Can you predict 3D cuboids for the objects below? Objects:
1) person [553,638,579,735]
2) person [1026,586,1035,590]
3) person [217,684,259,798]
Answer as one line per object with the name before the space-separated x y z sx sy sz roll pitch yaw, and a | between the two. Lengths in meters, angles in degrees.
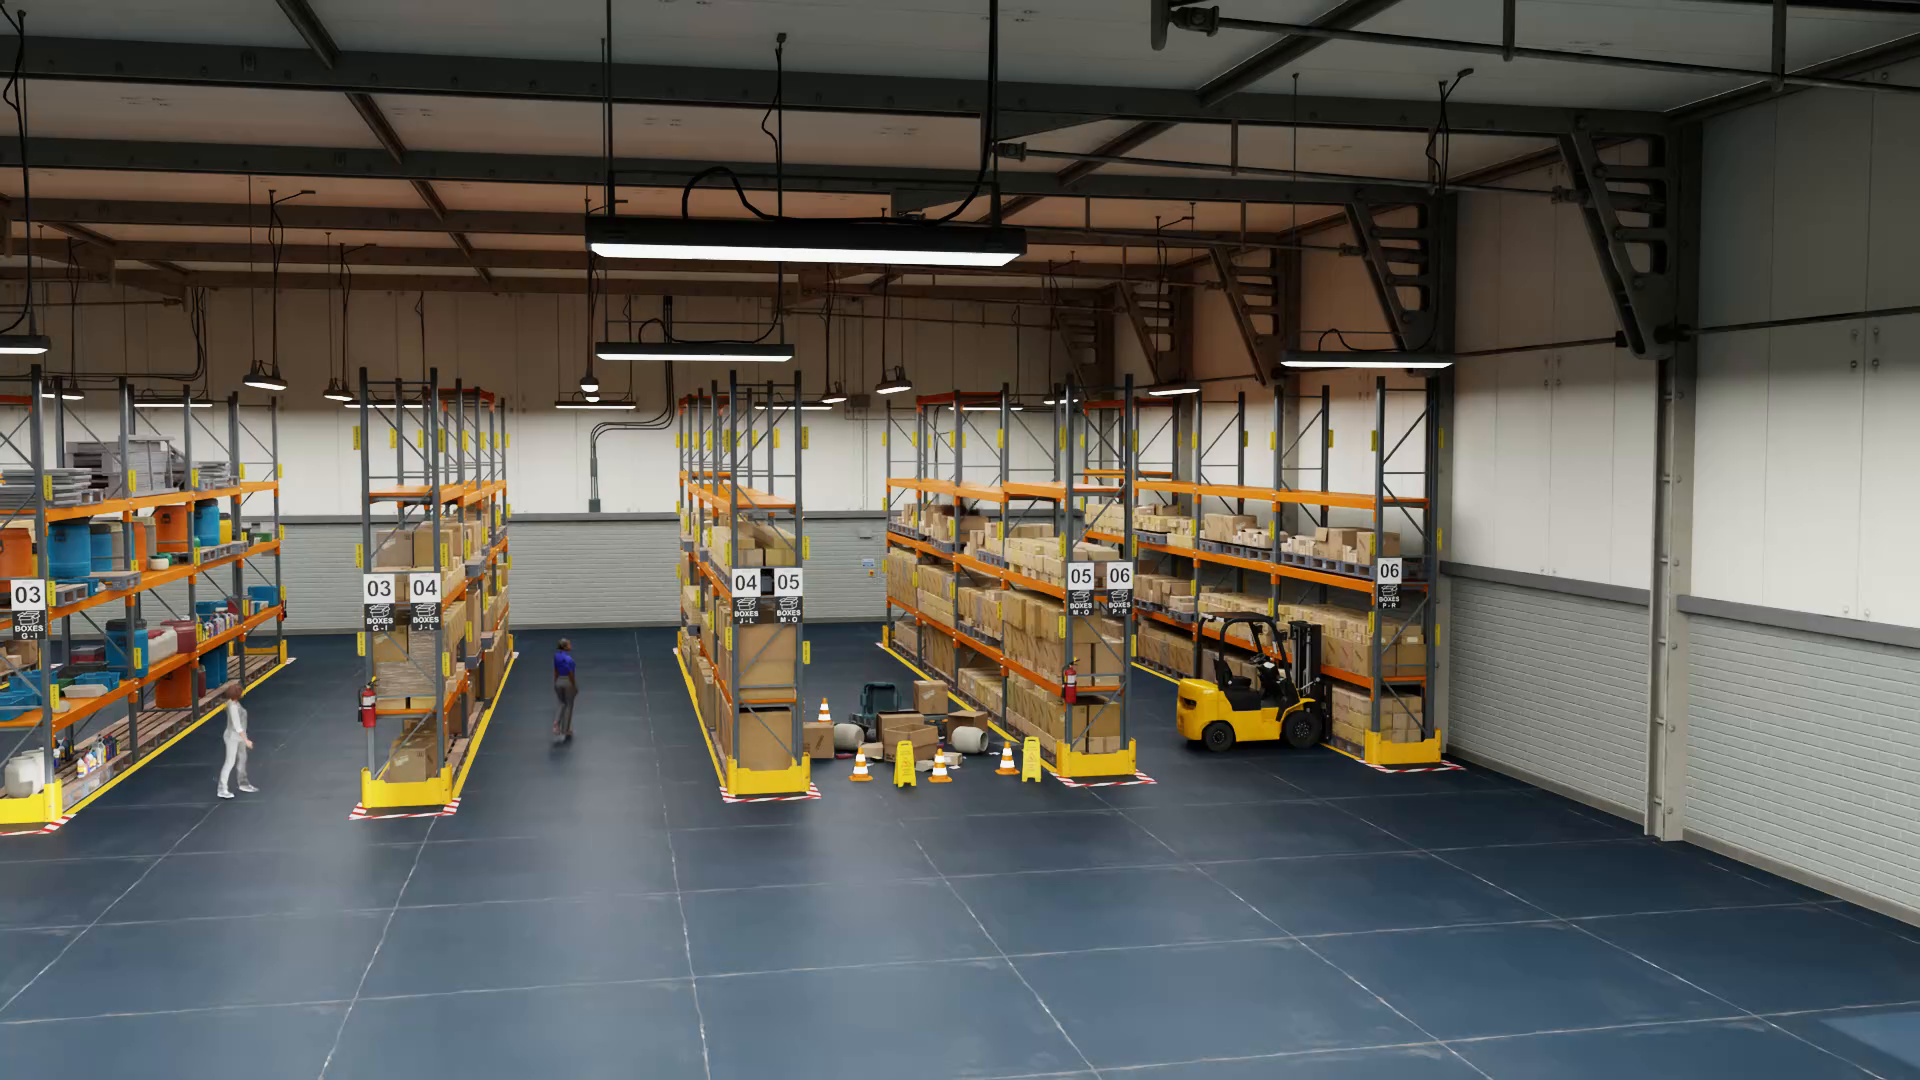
person | -6.695 2.484 28.223 0.464 1.655 0.447 2 4 25
person | 1.630 1.753 39.871 0.423 1.826 0.605 -2 4 -32
person | -10.219 2.833 23.490 0.509 1.598 0.581 -1 3 -13
